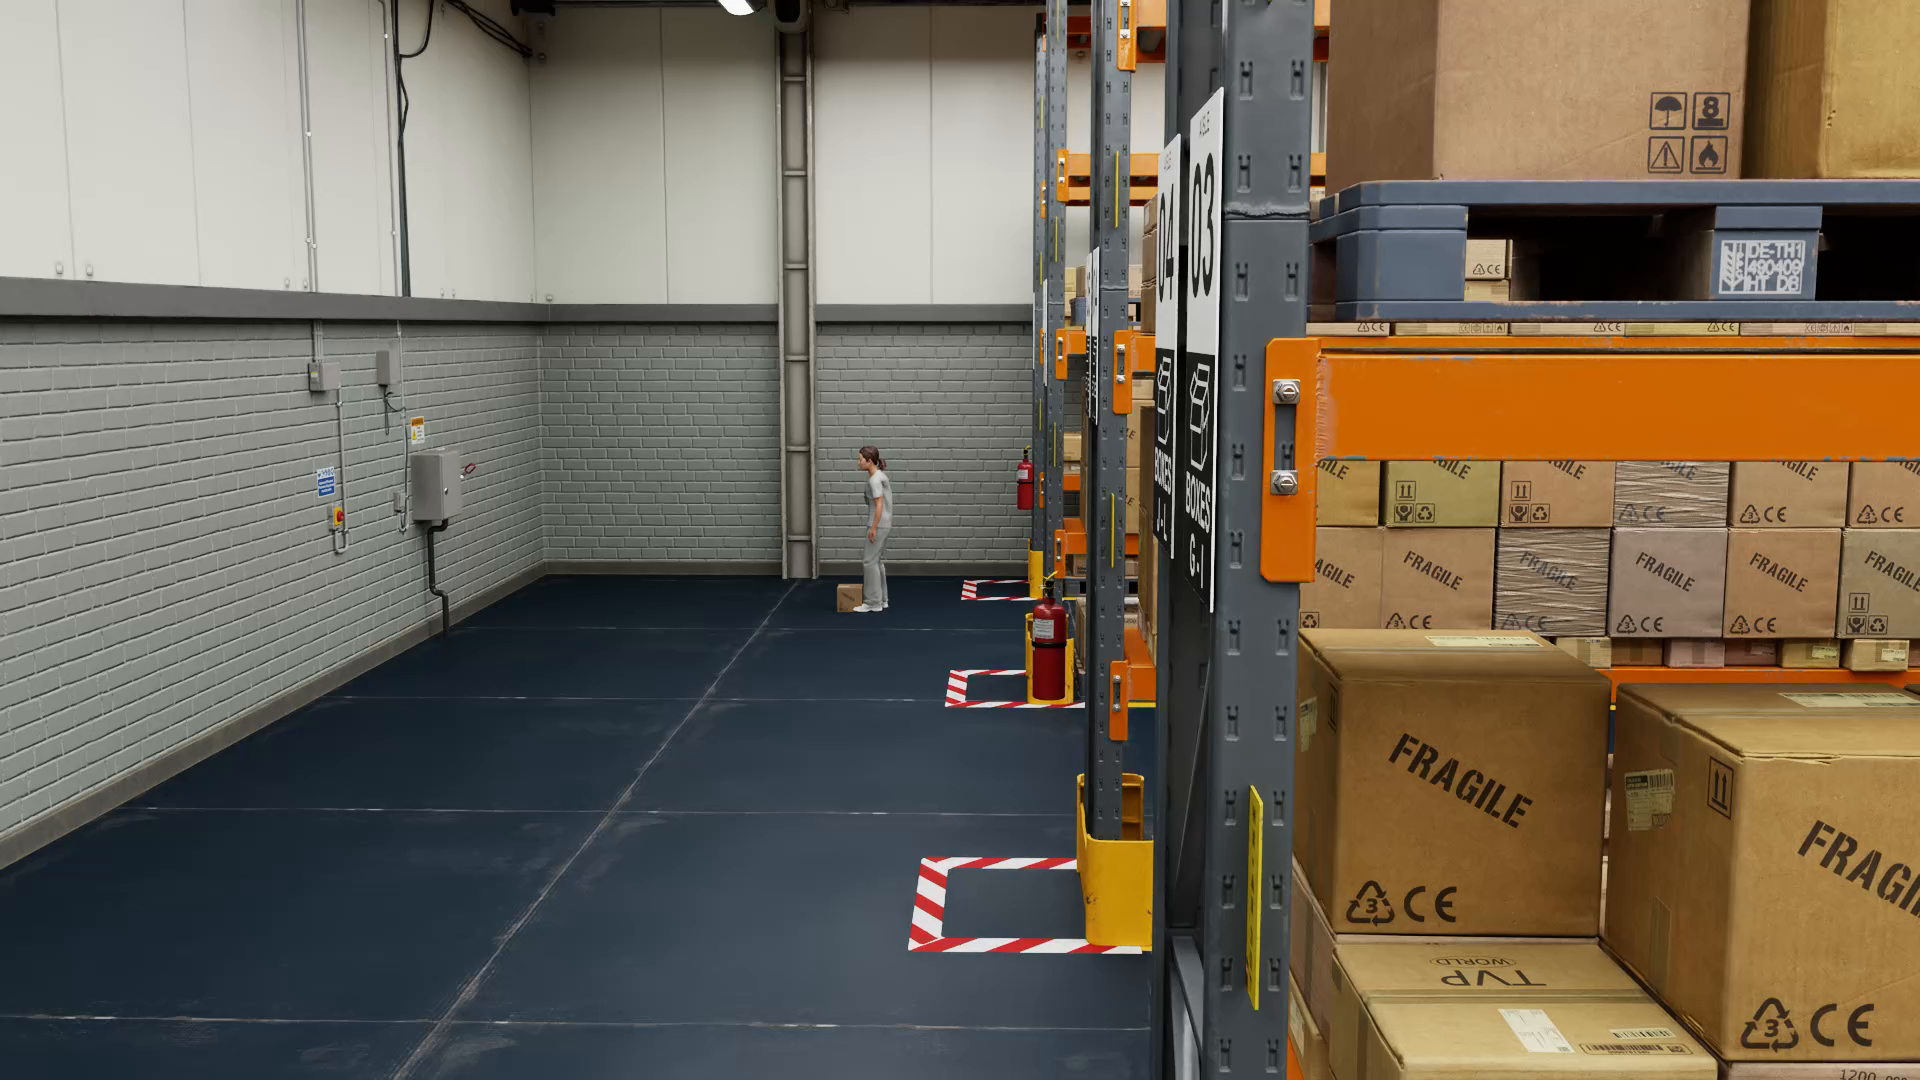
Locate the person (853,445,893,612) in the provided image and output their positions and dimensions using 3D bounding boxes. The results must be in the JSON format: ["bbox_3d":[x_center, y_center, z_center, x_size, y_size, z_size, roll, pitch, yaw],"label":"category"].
[{"bbox_3d":[-0.885,-0.003,16.732,0.417,1.437,0.511,0,7,-2],"label":"person"}]
